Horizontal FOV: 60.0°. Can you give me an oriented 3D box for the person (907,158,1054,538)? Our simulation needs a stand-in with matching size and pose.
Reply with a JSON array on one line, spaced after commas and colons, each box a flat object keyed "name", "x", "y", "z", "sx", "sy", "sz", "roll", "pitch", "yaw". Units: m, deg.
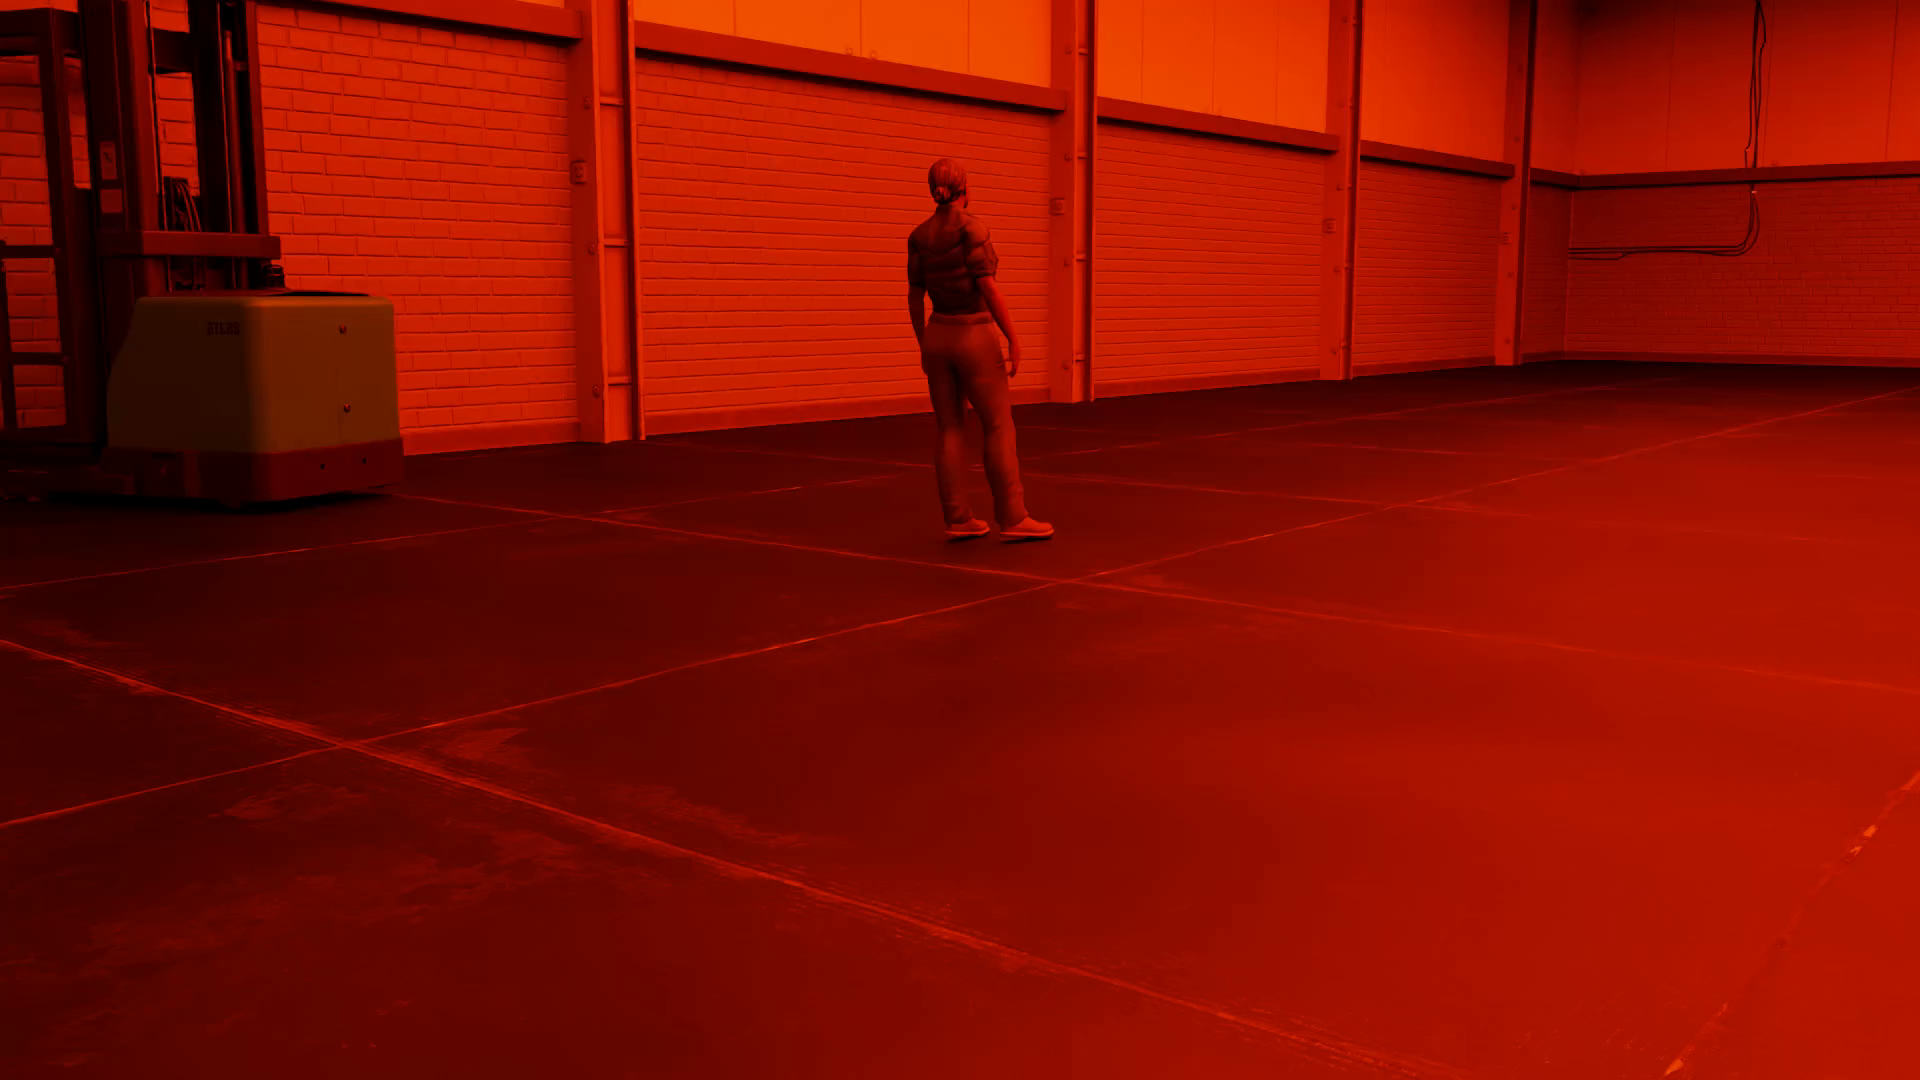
[{"name": "person", "x": 0.071, "y": -0.834, "z": 7.339, "sx": 0.569, "sy": 1.656, "sz": 0.503, "roll": 7, "pitch": 11, "yaw": 38}]

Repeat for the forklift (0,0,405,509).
[{"name": "forklift", "x": -4.598, "y": -1.717, "z": 9.015, "sx": 3.031, "sy": 2.935, "sz": 1.130, "roll": 3, "pitch": 9, "yaw": 22}]
